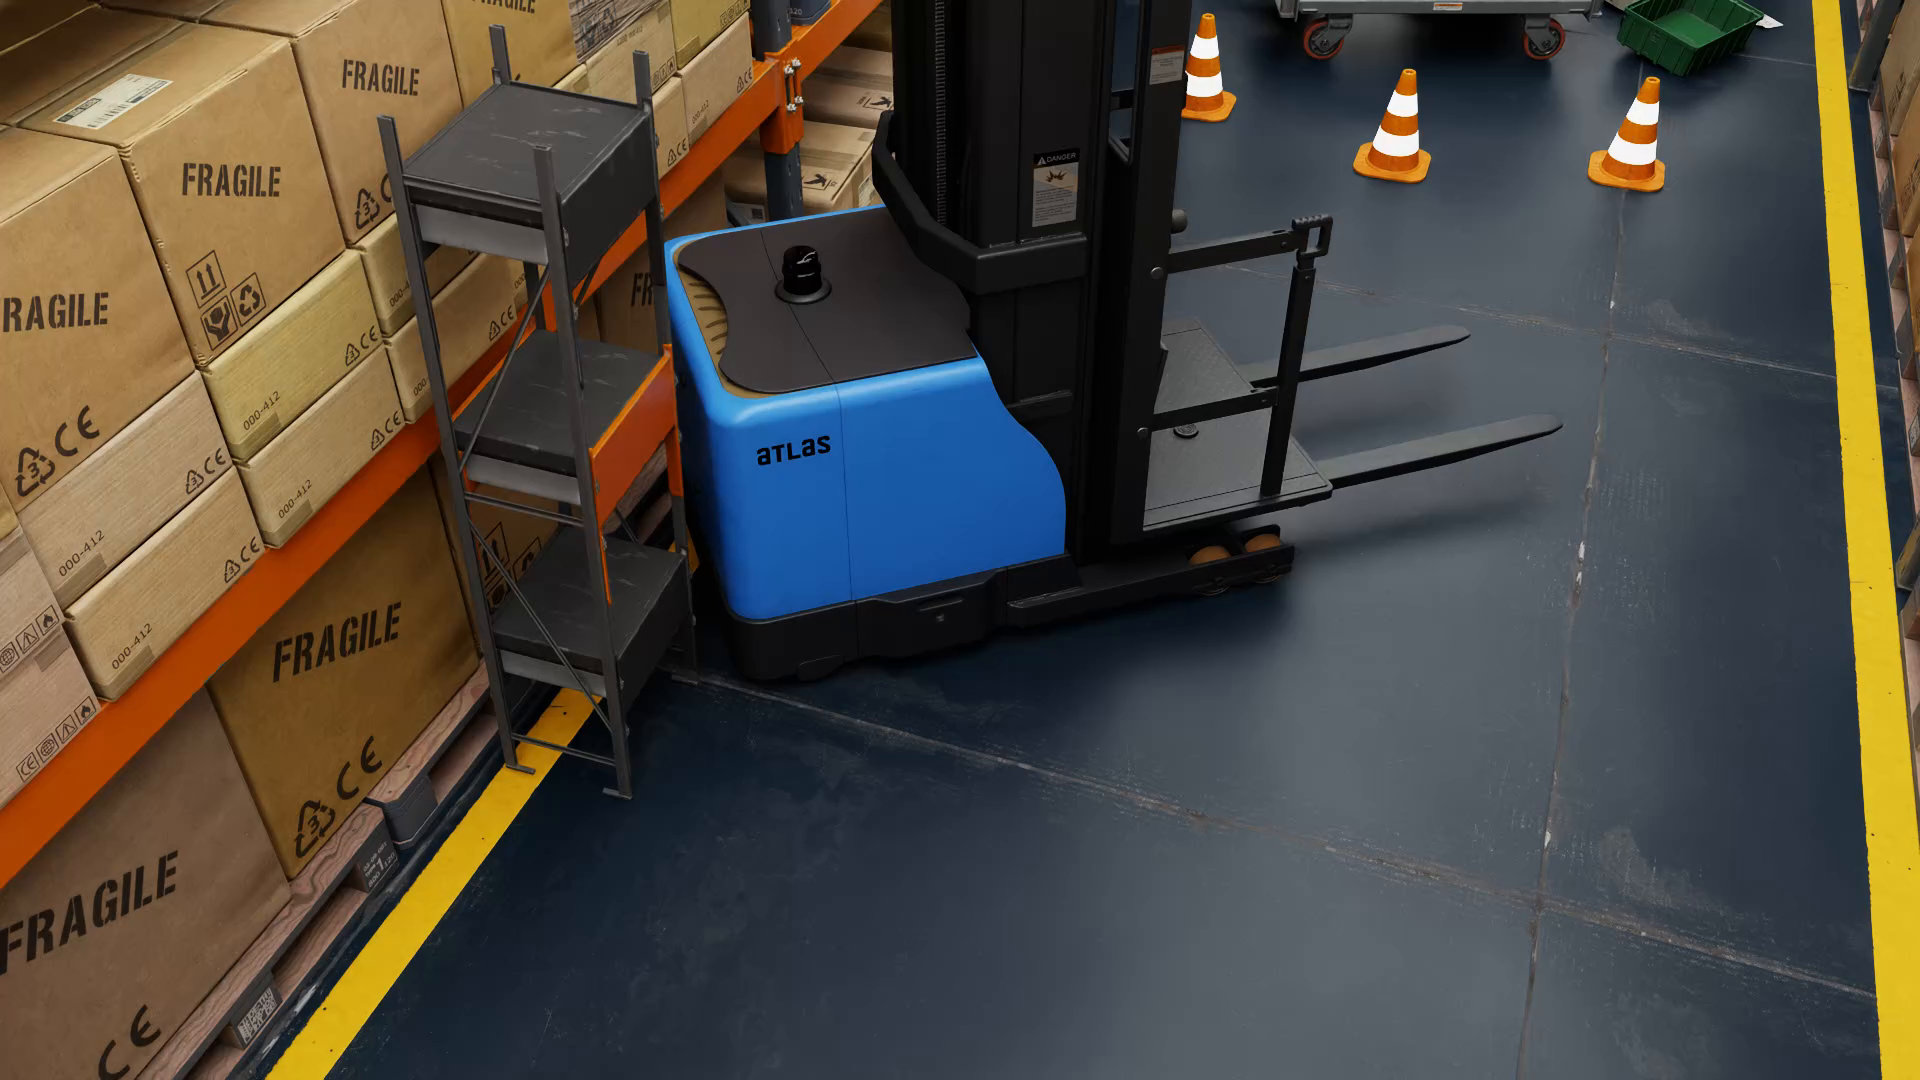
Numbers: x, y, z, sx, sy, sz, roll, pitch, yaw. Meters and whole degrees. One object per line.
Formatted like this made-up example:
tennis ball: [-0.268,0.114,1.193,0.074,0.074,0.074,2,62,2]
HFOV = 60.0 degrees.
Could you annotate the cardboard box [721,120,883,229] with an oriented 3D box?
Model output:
cardboard box: [-0.865,-1.440,6.828,0.950,0.372,0.625,11,42,12]

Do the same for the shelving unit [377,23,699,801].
shelving unit: [-1.031,-0.226,4.380,0.431,2.100,0.503,13,42,10]

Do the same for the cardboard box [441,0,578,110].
cardboard box: [-1.343,-1.367,4.193,0.500,0.500,0.500,13,42,15]

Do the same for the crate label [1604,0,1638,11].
crate label: [3.709,-3.015,9.178,0.298,0.136,0.250,-13,42,-15]

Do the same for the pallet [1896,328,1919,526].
pallet: [3.959,-0.304,5.944,1.003,0.211,1.213,13,42,15]

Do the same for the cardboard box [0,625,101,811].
cardboard box: [-2.037,0.349,3.145,0.500,0.250,0.500,12,42,14]

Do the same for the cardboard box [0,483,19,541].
cardboard box: [-2.015,-0.121,2.733,0.500,0.500,0.500,14,42,16]

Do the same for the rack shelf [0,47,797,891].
rack shelf: [-1.752,-0.444,4.514,1.077,0.370,4.000,13,42,15]

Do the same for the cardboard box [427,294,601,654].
cardboard box: [-1.691,-0.343,5.155,0.875,0.875,0.875,14,42,16]

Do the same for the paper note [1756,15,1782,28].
paper note: [4.365,-2.822,9.034,0.147,0.020,0.142,-13,42,-15]

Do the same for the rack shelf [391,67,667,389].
rack shelf: [-0.998,-0.741,3.928,0.431,0.518,0.480,13,42,10]

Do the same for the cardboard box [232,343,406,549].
cardboard box: [-1.671,-0.276,3.878,0.500,0.250,0.500,13,42,15]

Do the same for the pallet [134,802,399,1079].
pallet: [-2.243,1.075,4.327,1.003,0.211,1.213,13,42,15]

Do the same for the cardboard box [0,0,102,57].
cardboard box: [-2.157,-0.867,3.608,0.500,0.500,0.500,15,43,16]

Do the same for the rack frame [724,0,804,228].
rack frame: [-1.068,-1.938,5.710,1.000,3.000,0.127,13,42,15]

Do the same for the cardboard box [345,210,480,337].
cardboard box: [-1.500,-0.772,4.074,0.500,0.250,0.500,12,42,14]

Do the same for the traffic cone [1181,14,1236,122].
traffic cone: [1.192,-2.345,8.142,0.336,0.463,0.334,13,42,15]

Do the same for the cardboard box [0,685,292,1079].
cardboard box: [-2.299,0.755,3.868,0.875,0.875,0.875,15,43,16]

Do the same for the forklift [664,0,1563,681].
forklift: [0.594,-1.244,4.950,3.031,2.935,1.130,-12,42,-14]

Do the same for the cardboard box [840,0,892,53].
cardboard box: [-0.356,-2.353,7.898,0.950,0.372,0.625,15,43,17]

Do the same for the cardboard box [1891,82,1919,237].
cardboard box: [4.525,-1.658,6.792,1.050,0.750,0.750,13,42,15]

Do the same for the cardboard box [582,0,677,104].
cardboard box: [-1.167,-1.406,4.817,0.500,0.250,0.500,12,42,14]

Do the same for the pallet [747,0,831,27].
pallet: [-0.924,-2.323,6.310,1.213,0.211,1.003,13,42,15]

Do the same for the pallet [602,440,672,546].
pallet: [-1.408,-0.413,6.071,1.003,0.211,1.213,13,42,15]

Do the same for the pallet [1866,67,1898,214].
pallet: [4.793,-1.792,7.688,1.003,0.211,1.213,13,42,15]

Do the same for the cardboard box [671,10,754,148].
cardboard box: [-0.997,-1.515,5.330,0.500,0.250,0.500,12,42,14]

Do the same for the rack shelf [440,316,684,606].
rack shelf: [-1.032,-0.216,4.389,0.431,0.518,0.480,13,42,10]

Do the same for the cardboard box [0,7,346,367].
cardboard box: [-1.693,-0.743,3.462,0.500,0.500,0.500,12,42,14]

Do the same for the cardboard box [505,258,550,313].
cardboard box: [-1.344,-0.896,4.605,0.500,0.250,0.500,13,42,15]

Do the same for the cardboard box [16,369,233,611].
cardboard box: [-1.868,-0.161,3.358,0.500,0.250,0.500,14,42,16]

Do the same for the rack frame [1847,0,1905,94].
rack frame: [4.986,-3.340,7.354,1.000,3.000,0.127,13,42,15]

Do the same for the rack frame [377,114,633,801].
rack frame: [-1.100,-0.074,4.202,0.400,2.100,0.015,13,42,10]
